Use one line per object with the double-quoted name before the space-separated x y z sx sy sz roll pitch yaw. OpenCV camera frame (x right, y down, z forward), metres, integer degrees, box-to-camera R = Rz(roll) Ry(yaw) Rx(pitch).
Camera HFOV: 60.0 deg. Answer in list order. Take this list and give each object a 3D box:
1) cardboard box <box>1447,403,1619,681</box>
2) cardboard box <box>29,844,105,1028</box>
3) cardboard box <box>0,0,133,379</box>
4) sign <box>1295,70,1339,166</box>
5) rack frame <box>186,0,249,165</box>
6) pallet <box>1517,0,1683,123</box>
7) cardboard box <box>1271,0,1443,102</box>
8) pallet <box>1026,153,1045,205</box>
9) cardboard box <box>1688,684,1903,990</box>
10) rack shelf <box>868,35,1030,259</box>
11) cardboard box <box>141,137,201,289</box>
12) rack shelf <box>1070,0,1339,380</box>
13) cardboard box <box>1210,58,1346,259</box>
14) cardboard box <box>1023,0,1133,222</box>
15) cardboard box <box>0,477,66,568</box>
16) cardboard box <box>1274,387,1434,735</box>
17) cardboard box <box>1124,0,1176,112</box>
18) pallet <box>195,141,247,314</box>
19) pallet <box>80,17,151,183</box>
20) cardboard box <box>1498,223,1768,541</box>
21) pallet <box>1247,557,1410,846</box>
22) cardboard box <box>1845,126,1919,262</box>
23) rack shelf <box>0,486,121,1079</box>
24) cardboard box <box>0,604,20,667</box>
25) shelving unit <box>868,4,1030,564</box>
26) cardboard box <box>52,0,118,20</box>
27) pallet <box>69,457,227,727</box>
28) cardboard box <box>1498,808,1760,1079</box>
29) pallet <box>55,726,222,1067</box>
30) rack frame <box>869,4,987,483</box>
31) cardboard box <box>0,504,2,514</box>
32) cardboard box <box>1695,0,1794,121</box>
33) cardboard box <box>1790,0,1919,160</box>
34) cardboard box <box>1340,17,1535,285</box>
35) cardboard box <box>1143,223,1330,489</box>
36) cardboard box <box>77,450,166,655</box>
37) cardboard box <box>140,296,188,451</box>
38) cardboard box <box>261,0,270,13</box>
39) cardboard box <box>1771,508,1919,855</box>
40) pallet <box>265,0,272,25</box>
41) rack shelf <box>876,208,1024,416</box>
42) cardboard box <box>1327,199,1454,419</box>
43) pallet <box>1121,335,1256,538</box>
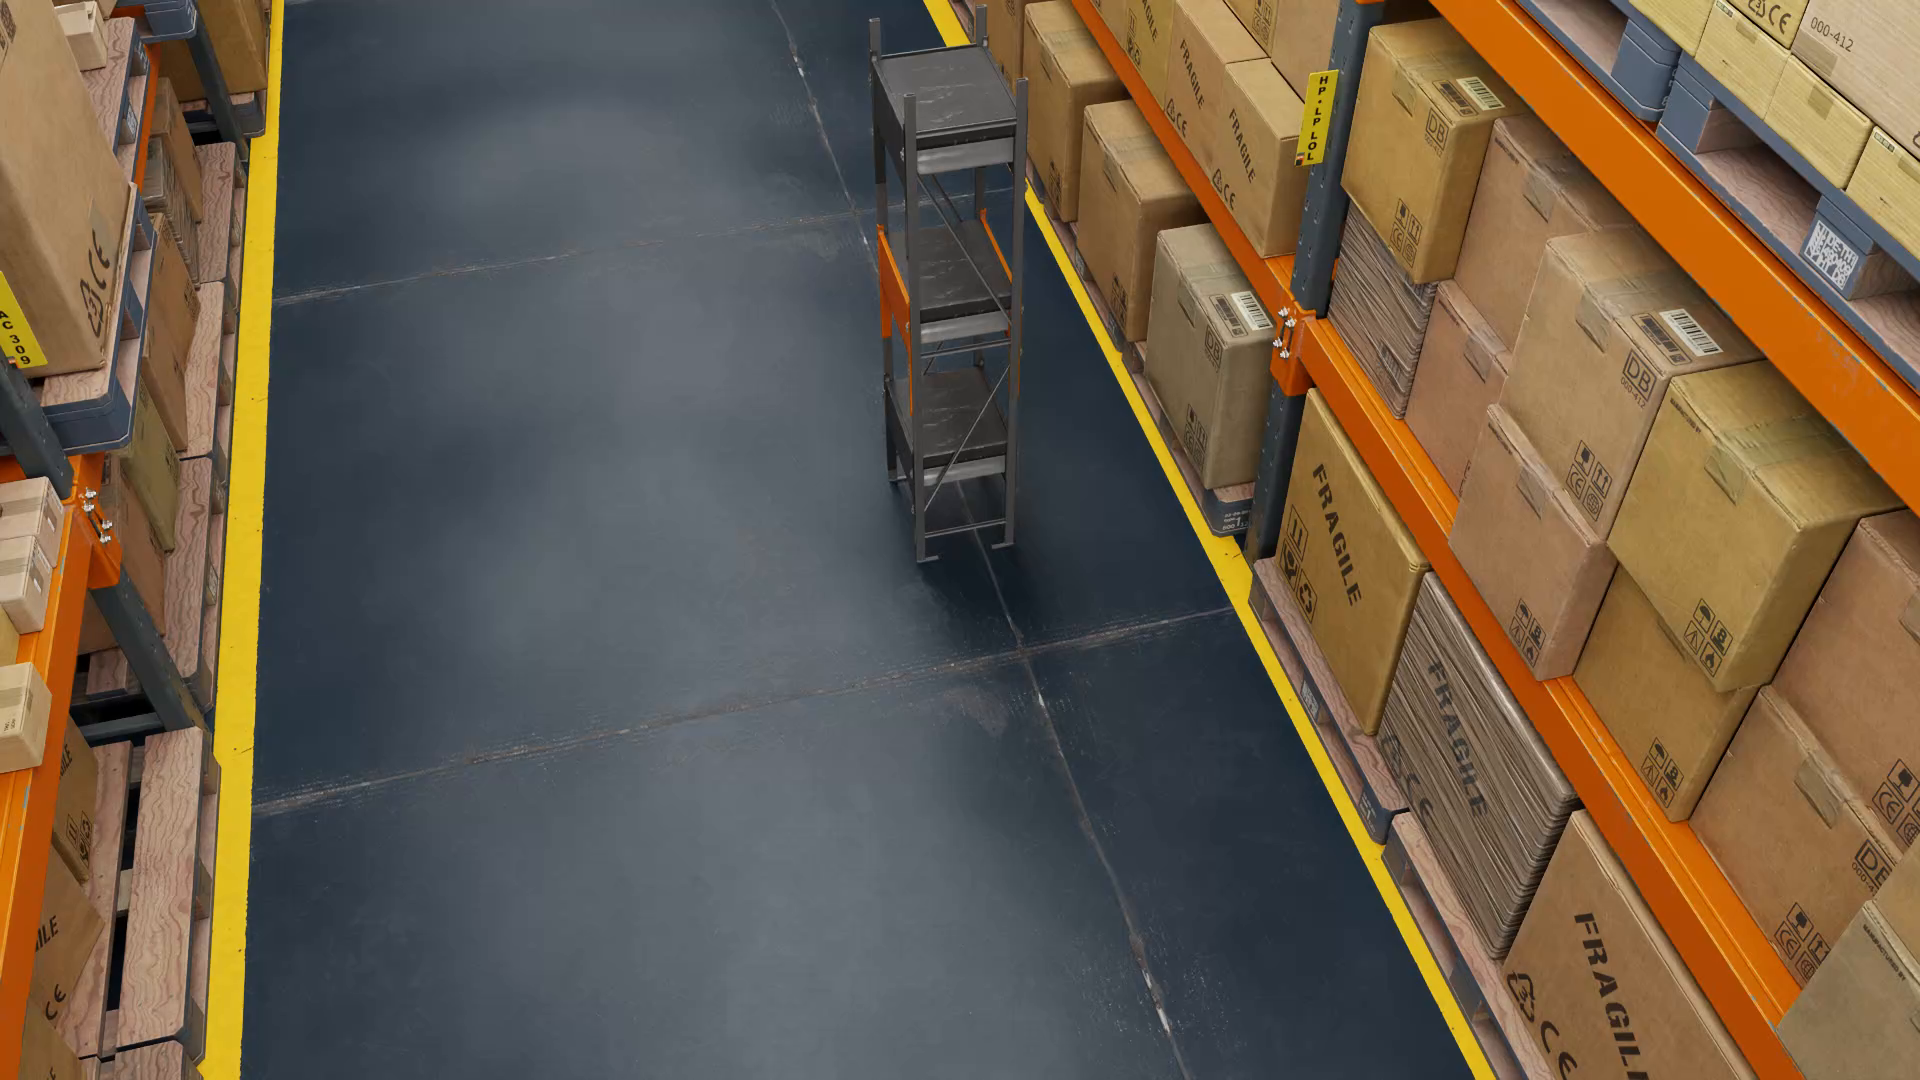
"cardboard box" 1.928 -0.070 4.613 0.875 0.550 0.550 -11 47 -10
"cardboard box" -2.968 1.203 4.927 0.500 0.500 0.500 3 46 2
"cardboard box" -3.254 -1.134 5.047 1.000 1.000 1.000 -10 46 -10
"sign" 1.113 -1.311 5.180 0.100 0.325 0.005 -11 47 -10
"rack frame" -4.210 -2.964 7.555 1.000 3.000 0.127 -11 47 -10
"pallet" 1.834 -1.492 4.074 1.003 0.211 1.213 -11 47 -10
"cardboard box" 1.502 -1.767 5.611 0.700 0.500 0.500 -11 47 -11
"pallet" 0.740 -2.267 8.824 1.003 0.211 1.213 -11 47 -10
"cardboard box" 2.336 0.636 3.921 0.875 0.550 0.550 -11 47 -10
"rack shelf" -0.042 -1.330 5.622 0.431 0.518 0.480 -11 47 -10
"cardboard box" -3.864 -1.404 7.468 0.700 0.500 0.500 -14 47 -14
"rack shelf" 1.123 -2.169 7.279 1.077 0.370 4.000 -11 47 -10
"cardboard box" 1.243 -1.386 5.938 0.500 0.500 0.500 -11 47 -11
"cardboard box" 0.907 -2.121 8.010 1.050 0.750 0.750 -10 46 -10
"cardboard box" -2.846 -0.020 4.845 0.380 0.149 0.250 -11 47 -10
"cardboard box" 1.728 0.004 5.840 0.875 0.875 0.875 -10 46 -10
"cardboard box" 0.984 -2.084 6.622 0.500 0.500 0.500 -10 46 -10
"pallet" -4.011 -1.449 8.022 1.003 0.211 1.213 -11 47 -10
"pallet" -3.663 -1.538 6.291 1.003 0.211 1.213 -11 47 -10
"cardboard box" 1.955 -0.453 4.233 0.875 0.550 0.550 -11 47 -10
"pallet" 1.754 0.475 6.136 1.003 0.211 1.213 -11 47 -10
"cardboard box" 1.856 -0.643 2.991 0.380 0.149 0.250 -10 46 -10
"rack shelf" -2.674 1.430 3.752 1.077 0.370 4.000 -11 47 -10
"cardboard box" -2.786 0.338 4.495 0.380 0.149 0.250 -11 47 -10
"shelving unit" -0.042 -0.849 6.112 0.431 2.100 0.503 -11 47 -10
"cardboard box" -3.793 -2.414 6.651 0.700 0.500 0.500 -4 46 -4
"pallet" -3.386 0.236 6.371 1.003 0.211 1.213 -11 47 -10
"cardboard box" 2.194 1.255 4.613 0.875 0.875 0.875 -11 47 -11
"pallet" -2.980 1.230 5.396 1.003 0.211 1.213 -11 47 -10
"rack frame" -0.105 -1.018 6.277 0.400 2.100 0.015 -11 47 -10
"cardboard box" -3.130 -0.020 4.391 0.875 0.500 0.500 -11 47 -10
"cardboard box" 1.727 -0.991 3.333 0.380 0.149 0.250 -11 47 -10
"cardboard box" 1.880 -0.889 2.953 0.500 0.250 0.500 -10 46 -10
"cardboard box" 1.696 -1.209 4.974 0.875 0.550 0.550 -11 47 -10
"cardboard box" 1.389 -0.812 6.726 1.050 0.750 0.750 -11 47 -11
"cardboard box" -3.322 0.090 6.003 0.700 0.500 0.500 -14 47 -13
"cardboard box" -3.570 -0.629 6.708 0.700 0.500 0.500 -14 47 -14
"cardboard box" -4.587 -3.465 9.239 1.225 0.875 0.875 -11 47 -10
"cardboard box" 2.359 0.254 3.540 0.875 0.550 0.550 -11 47 -10
"pallet" -4.647 -3.387 9.922 1.003 0.211 1.213 -11 47 -10
"rack shelf" -0.042 -0.840 6.122 0.431 0.518 0.480 -11 47 -10
"cardboard box" 1.741 -0.840 5.368 0.875 0.550 0.550 -11 47 -10
"pallet" 1.364 -0.583 7.173 1.003 0.211 1.213 -11 47 -10
